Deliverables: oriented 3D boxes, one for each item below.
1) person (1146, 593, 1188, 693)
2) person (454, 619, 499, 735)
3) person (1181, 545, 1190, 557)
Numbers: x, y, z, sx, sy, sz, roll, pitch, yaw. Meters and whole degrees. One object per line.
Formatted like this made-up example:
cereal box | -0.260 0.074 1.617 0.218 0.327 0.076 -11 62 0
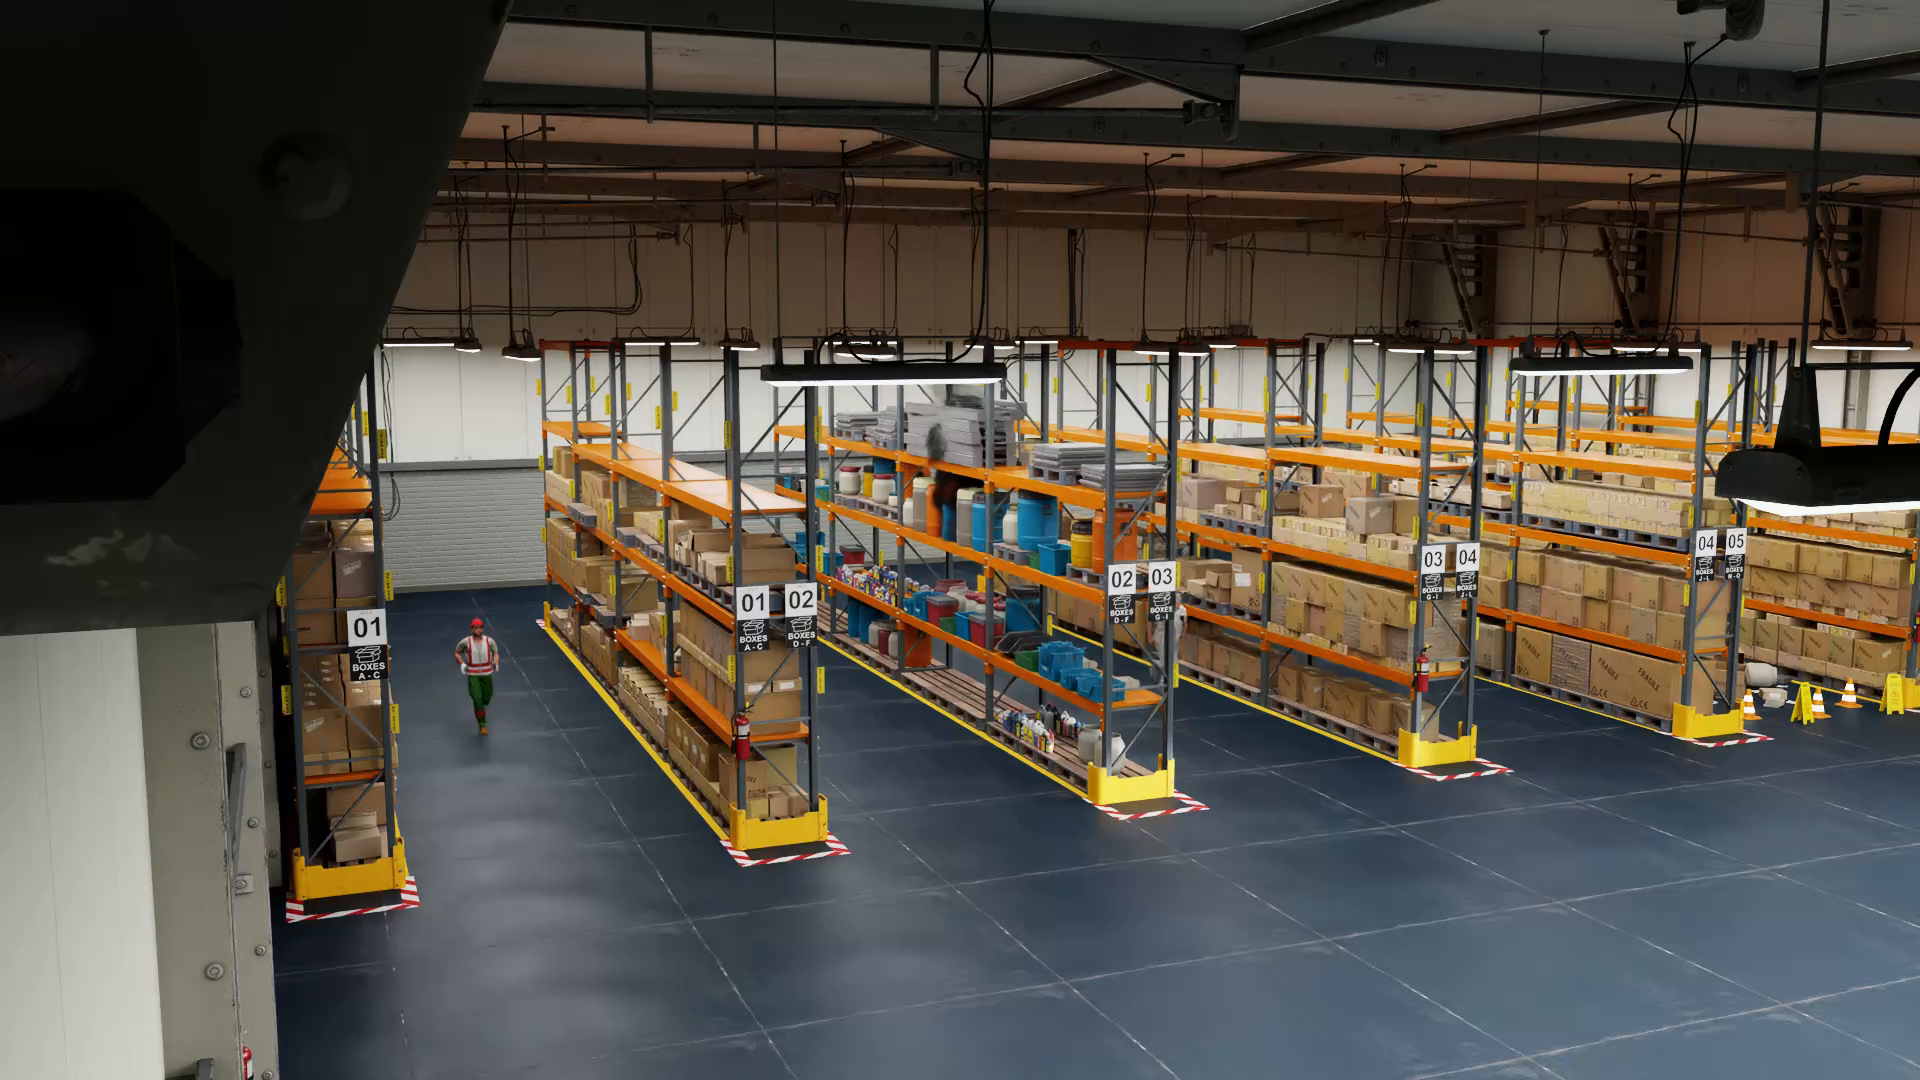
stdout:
person | 3.401 1.674 27.287 0.655 1.711 0.762 -4 8 -25
person | -7.519 2.101 25.938 0.656 1.774 0.845 -4 8 -26
person | 5.850 0.095 41.722 0.617 1.662 0.644 3 8 20
